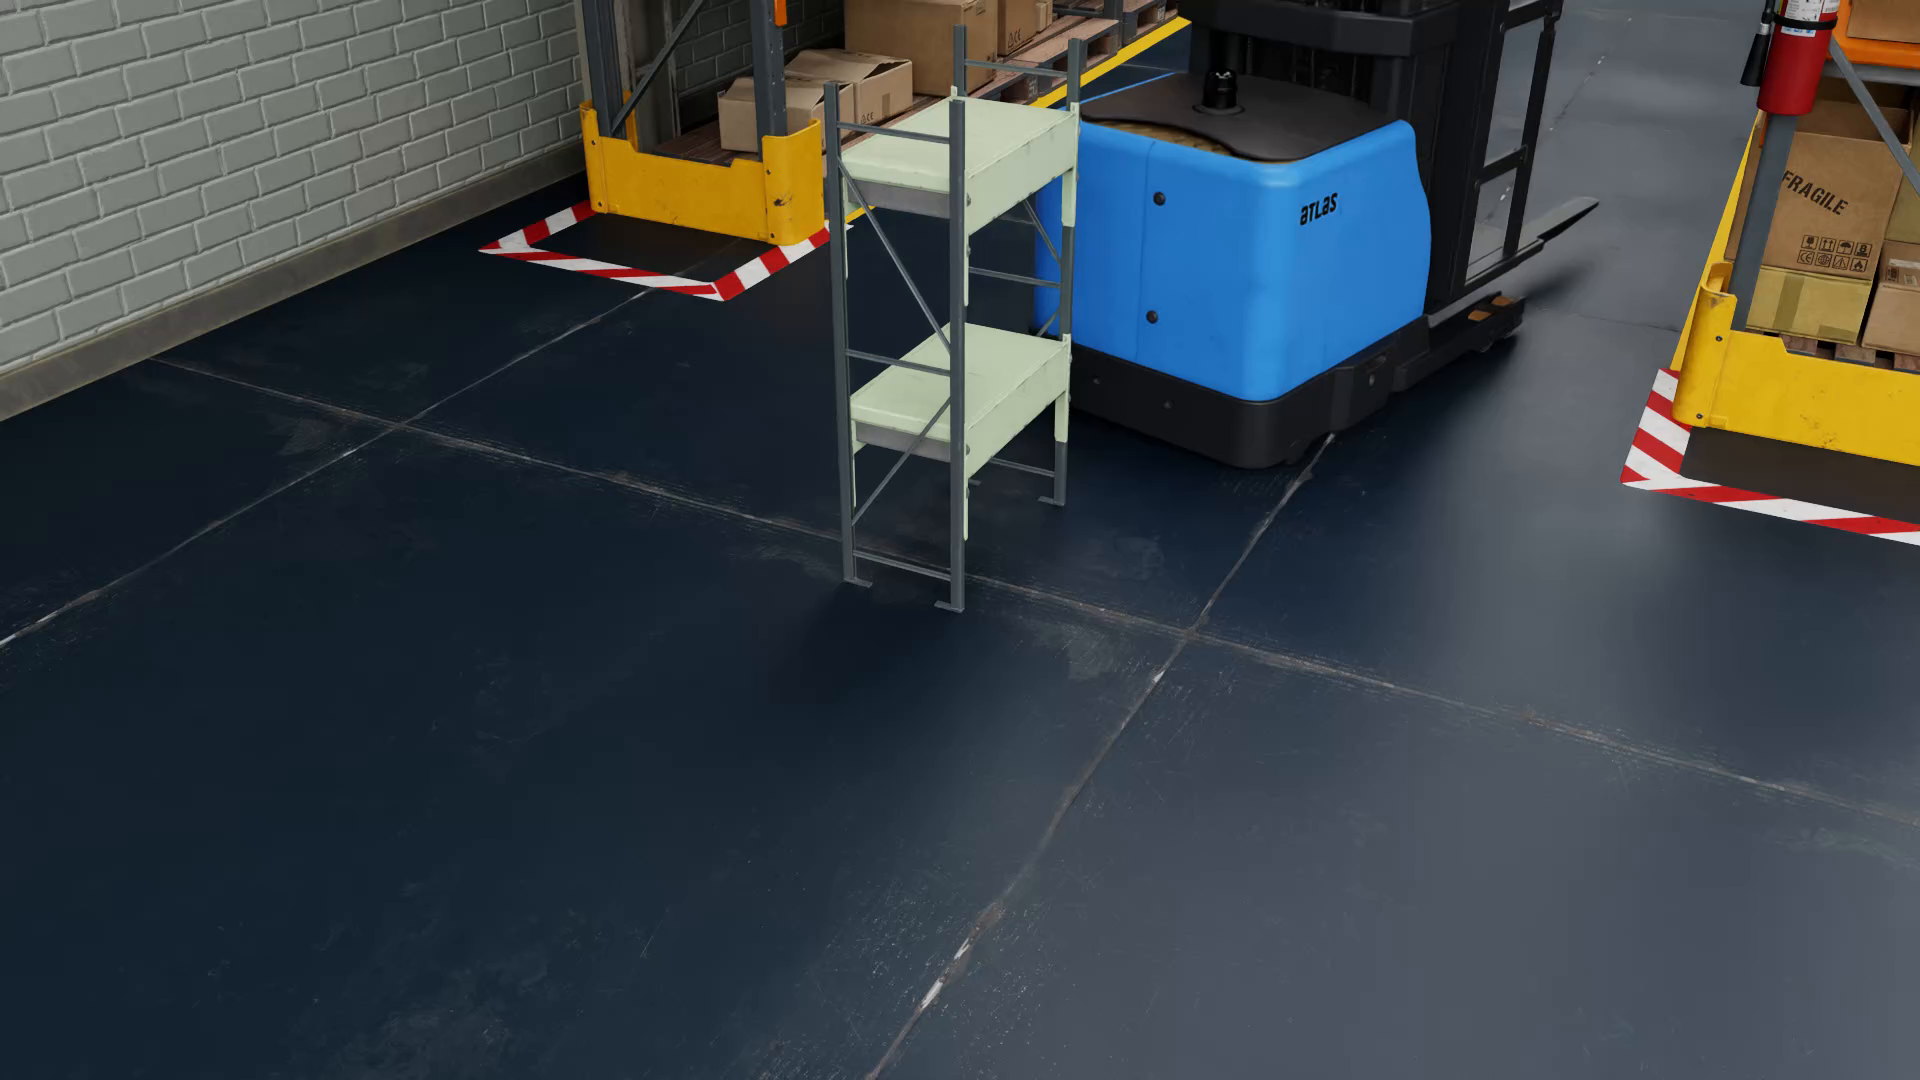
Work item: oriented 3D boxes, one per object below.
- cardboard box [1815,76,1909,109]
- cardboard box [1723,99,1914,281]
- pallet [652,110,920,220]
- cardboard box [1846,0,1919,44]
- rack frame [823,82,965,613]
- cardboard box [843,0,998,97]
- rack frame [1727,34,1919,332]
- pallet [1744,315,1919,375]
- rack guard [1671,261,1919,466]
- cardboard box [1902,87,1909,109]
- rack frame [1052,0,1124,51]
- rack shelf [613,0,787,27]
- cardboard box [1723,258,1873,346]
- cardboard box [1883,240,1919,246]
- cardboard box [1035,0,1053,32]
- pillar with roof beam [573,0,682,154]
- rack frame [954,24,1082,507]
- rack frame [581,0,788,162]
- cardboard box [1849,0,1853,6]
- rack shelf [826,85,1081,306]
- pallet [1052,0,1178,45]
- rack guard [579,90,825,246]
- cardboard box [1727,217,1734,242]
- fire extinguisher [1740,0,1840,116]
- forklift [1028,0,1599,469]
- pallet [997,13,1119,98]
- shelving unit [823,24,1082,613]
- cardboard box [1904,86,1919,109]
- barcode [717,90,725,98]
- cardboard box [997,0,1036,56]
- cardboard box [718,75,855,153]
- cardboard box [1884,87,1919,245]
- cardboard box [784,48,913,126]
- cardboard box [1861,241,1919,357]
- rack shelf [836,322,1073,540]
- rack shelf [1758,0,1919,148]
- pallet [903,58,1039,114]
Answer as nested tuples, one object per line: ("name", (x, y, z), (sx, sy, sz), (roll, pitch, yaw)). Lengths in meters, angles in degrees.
("cardboard box", (3.588, -1.751, 6.874), (0.500, 0.500, 0.500), (14, 33, 23))
("cardboard box", (3.146, -1.305, 6.096), (0.500, 0.500, 0.500), (14, 33, 23))
("pallet", (-0.809, -1.983, 8.492), (1.003, 0.211, 1.213), (14, 33, 23))
("cardboard box", (3.390, -1.932, 5.502), (0.700, 0.500, 0.500), (14, 33, 23))
("rack frame", (-0.170, -0.485, 4.589), (0.400, 1.500, 0.023), (14, 33, 23))
("cardboard box", (-0.212, -2.766, 9.124), (0.700, 0.500, 0.500), (12, 32, 20))
("rack frame", (3.166, -1.685, 5.171), (1.000, 3.000, 0.127), (14, 33, 23))
("pallet", (3.477, -0.824, 6.473), (1.003, 0.211, 1.213), (14, 33, 23))
("rack guard", (3.155, -0.590, 5.775), (1.175, 0.500, 0.348), (14, 33, 23))
("cardboard box", (4.294, -1.851, 7.048), (0.500, 0.500, 0.500), (14, 33, 23))
("rack frame", (0.577, -4.580, 10.213), (1.000, 3.000, 0.127), (14, 33, 23))
("rack shelf", (-0.334, -3.381, 8.849), (1.077, 0.370, 4.000), (14, 33, 23))
("cardboard box", (3.147, -0.979, 6.282), (0.500, 0.250, 0.500), (14, 33, 23))
("cardboard box", (3.833, -1.084, 6.465), (0.500, 0.250, 0.500), (14, 33, 23))
("cardboard box", (0.360, -3.298, 10.385), (0.380, 0.166, 0.250), (10, 31, 17))
("pillar with roof beam", (2.136, -4.938, 4.813), (9.100, 9.000, 0.400), (14, 33, 23))
("rack frame", (0.164, -0.810, 5.154), (0.400, 1.500, 0.023), (14, 33, 23))
("rack frame", (-1.245, -2.807, 7.125), (1.000, 3.000, 0.127), (14, 33, 23))
("cardboard box", (3.625, -2.166, 5.909), (0.700, 0.500, 0.500), (15, 33, 25))
("rack shelf", (-0.003, -0.986, 4.677), (0.431, 0.370, 0.720), (14, 33, 23))
("pallet", (0.930, -3.716, 11.509), (1.003, 0.211, 1.213), (14, 33, 23))
("rack guard", (-1.211, -1.756, 7.807), (1.175, 0.500, 0.348), (14, 33, 23))
("cardboard box", (3.365, -1.203, 6.673), (0.500, 0.250, 0.500), (14, 33, 23))
("fire extinguisher", (2.699, -1.704, 5.283), (0.296, 0.674, 0.183), (14, 33, 23))
("forklift", (1.607, -2.157, 6.063), (1.130, 2.935, 3.031), (24, 38, 36))
("pallet", (0.302, -3.065, 10.375), (1.003, 0.211, 1.213), (14, 33, 23))
("shelving unit", (-0.003, -0.647, 4.871), (0.431, 1.500, 0.755), (14, 33, 23))
("cardboard box", (4.051, -1.633, 6.669), (0.500, 0.500, 0.500), (14, 33, 23))
("barcode", (-1.198, -2.221, 8.354), (0.001, 0.075, 0.075), (14, 33, 23))
("cardboard box", (0.140, -3.218, 9.909), (0.500, 0.500, 0.500), (12, 32, 20))
("cardboard box", (-0.850, -2.118, 8.184), (0.500, 0.311, 0.500), (11, 32, 18))
("cardboard box", (3.835, -1.409, 6.278), (0.500, 0.500, 0.500), (14, 33, 23))
("cardboard box", (-0.590, -2.371, 8.624), (0.500, 0.311, 0.500), (17, 34, 27))
("cardboard box", (3.609, -0.862, 6.078), (0.500, 0.250, 0.500), (14, 33, 23))
("rack shelf", (-0.003, -0.365, 5.034), (0.431, 0.370, 0.720), (14, 33, 23))
("rack shelf", (4.077, -2.259, 6.895), (1.077, 0.370, 4.000), (14, 33, 23))
("pallet", (-0.252, -2.522, 9.430), (1.003, 0.211, 1.213), (14, 33, 23))
